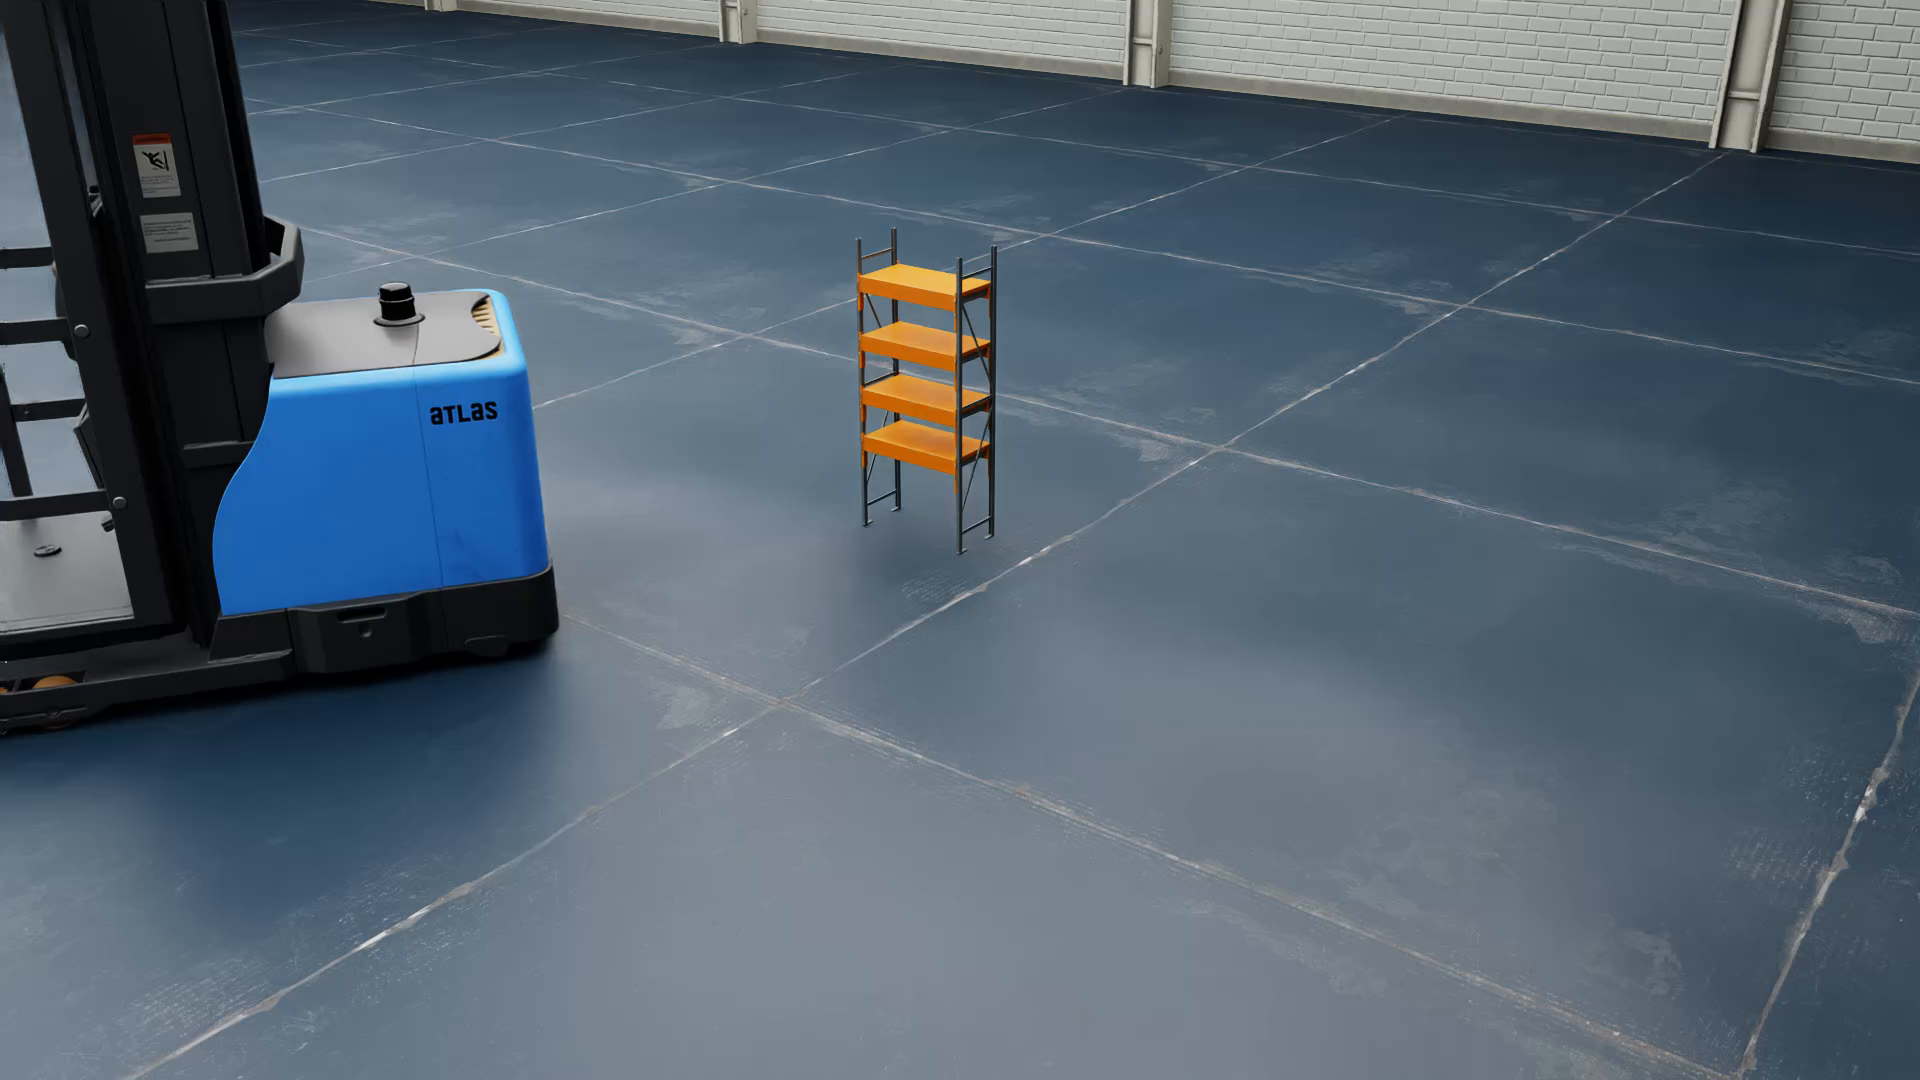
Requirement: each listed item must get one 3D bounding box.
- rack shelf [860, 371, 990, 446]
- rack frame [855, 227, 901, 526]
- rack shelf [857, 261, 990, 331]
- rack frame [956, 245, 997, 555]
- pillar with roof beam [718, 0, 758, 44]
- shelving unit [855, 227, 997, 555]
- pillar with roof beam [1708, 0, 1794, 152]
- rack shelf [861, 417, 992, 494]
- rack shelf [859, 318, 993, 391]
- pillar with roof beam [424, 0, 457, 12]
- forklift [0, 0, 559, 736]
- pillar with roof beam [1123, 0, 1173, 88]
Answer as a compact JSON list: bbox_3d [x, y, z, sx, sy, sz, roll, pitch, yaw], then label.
[{"bbox_3d":[-0.132,-0.528,6.626,0.480,0.148,0.258,17,29,33],"label":"rack shelf"},{"bbox_3d":[-0.328,-0.648,6.733,0.015,1.200,0.240,17,29,33],"label":"rack frame"},{"bbox_3d":[-0.132,-0.949,6.440,0.480,0.148,0.258,17,29,33],"label":"rack shelf"},{"bbox_3d":[0.063,-0.530,6.465,0.015,1.200,0.240,17,29,33],"label":"rack frame"},{"bbox_3d":[-5.388,-9.067,16.167,0.400,9.000,9.100,17,29,33],"label":"pillar with roof beam"},{"bbox_3d":[-0.132,-0.589,6.599,0.503,1.200,0.258,17,29,33],"label":"shelving unit"},{"bbox_3d":[4.214,-6.165,9.581,0.400,9.000,9.100,17,29,33],"label":"pillar with roof beam"},{"bbox_3d":[-0.132,-0.346,6.706,0.480,0.148,0.258,17,29,33],"label":"rack shelf"},{"bbox_3d":[-0.132,-0.732,6.536,0.480,0.148,0.258,17,29,33],"label":"rack shelf"},{"bbox_3d":[-10.189,-10.517,19.460,0.400,9.000,9.100,17,29,33],"label":"pillar with roof beam"},{"bbox_3d":[-2.991,-0.947,5.264,3.031,2.935,1.130,-8,25,-17],"label":"forklift"},{"bbox_3d":[-0.587,-7.616,12.874,0.400,9.000,9.100,17,29,33],"label":"pillar with roof beam"}]
